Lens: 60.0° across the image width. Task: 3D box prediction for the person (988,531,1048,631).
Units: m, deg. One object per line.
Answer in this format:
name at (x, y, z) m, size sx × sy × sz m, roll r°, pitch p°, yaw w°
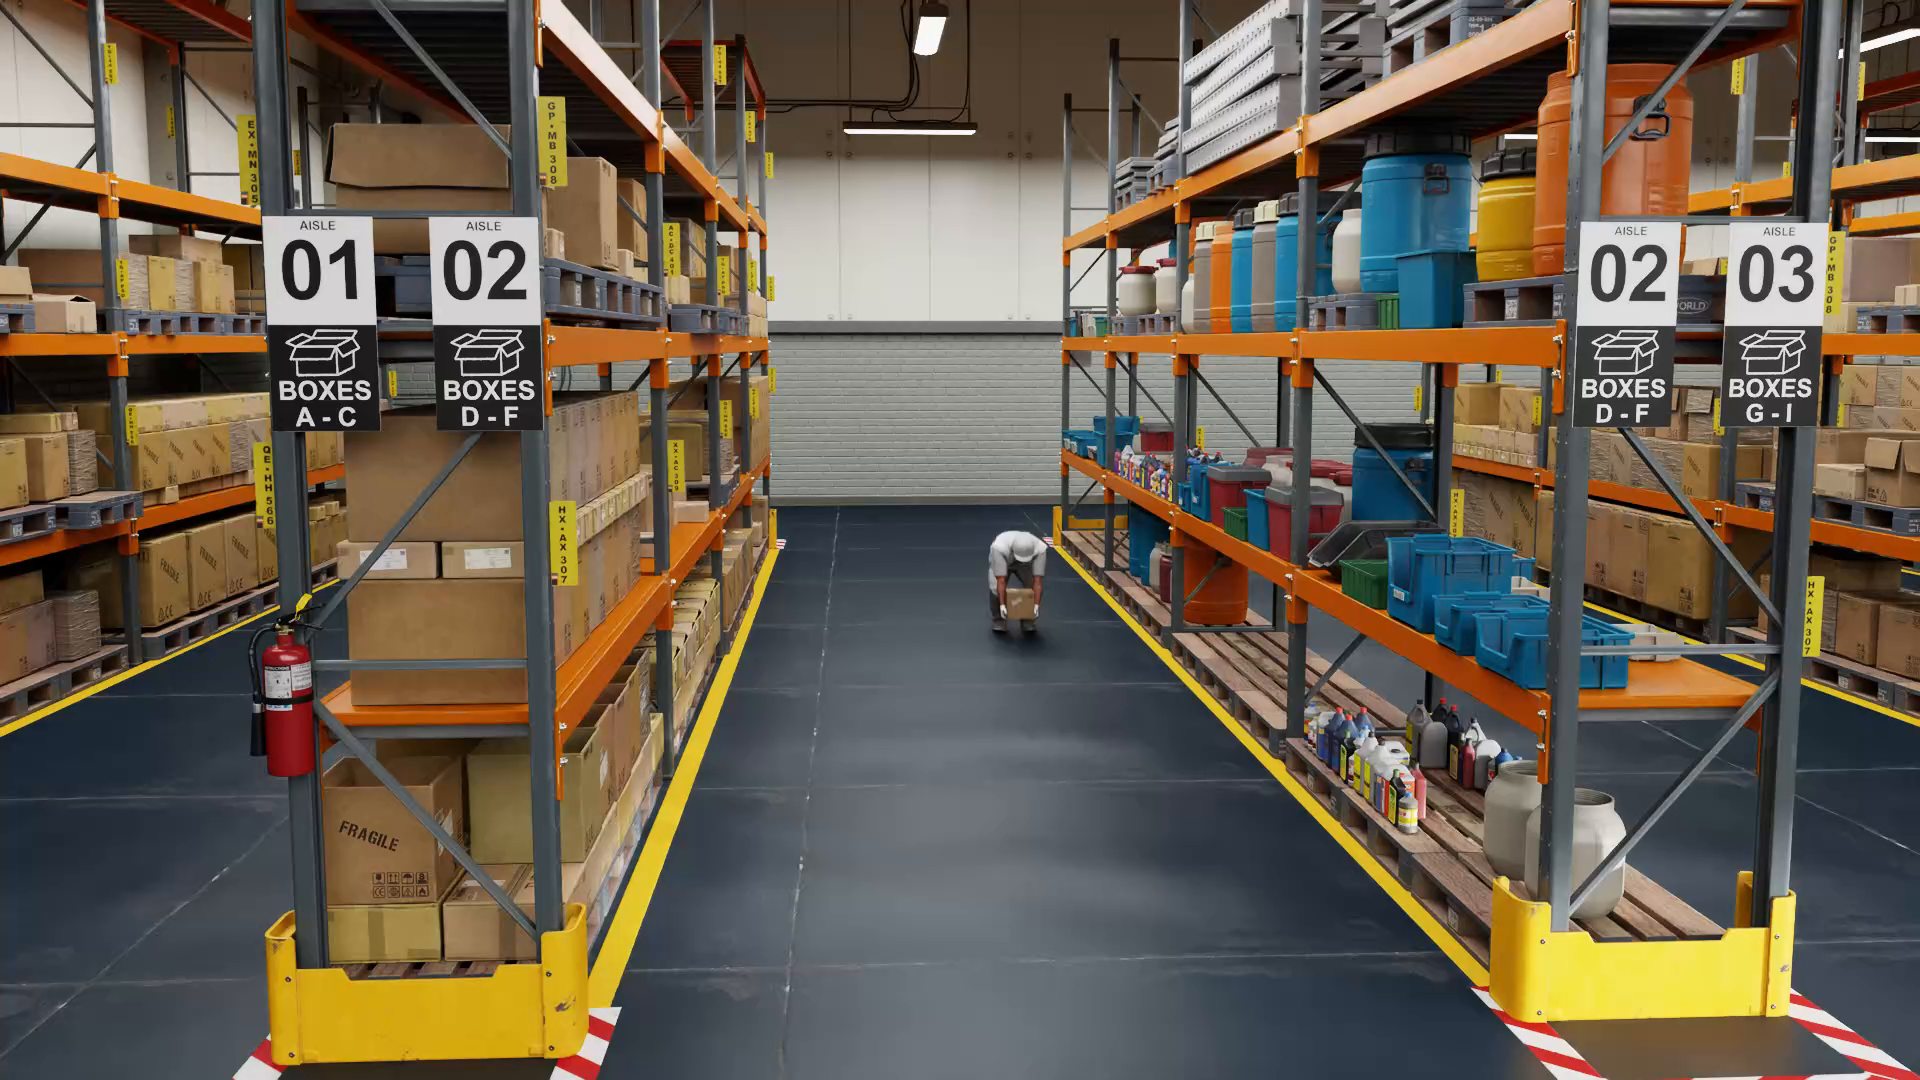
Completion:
person at (0.543, 0.389, 15.727) m, size 0.551 × 0.995 × 0.970 m, roll -1°, pitch 7°, yaw -5°
